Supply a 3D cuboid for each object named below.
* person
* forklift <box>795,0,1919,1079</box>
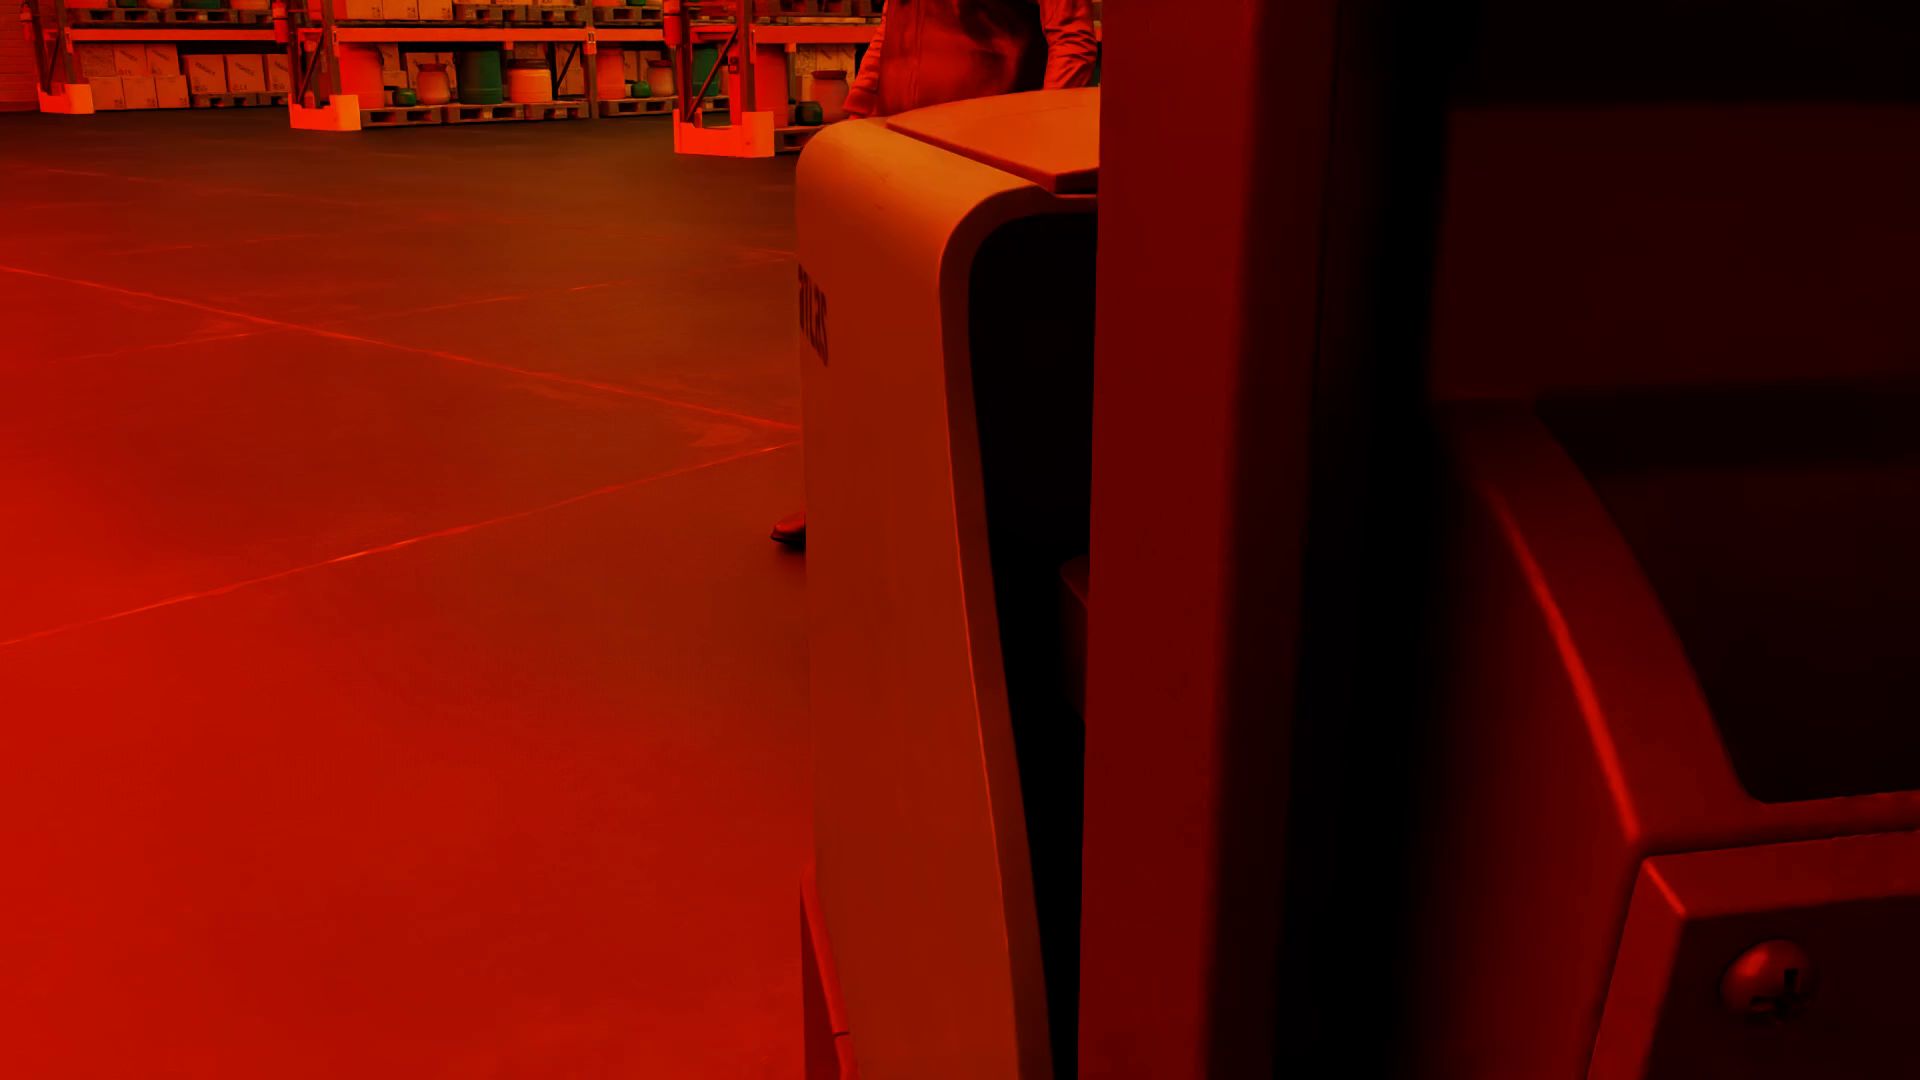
[{"bbox_3d":[-0.046,-0.818,3.649,0.632,1.720,0.568,13,21,37],"label":"person"},{"bbox_3d":[0.627,-0.379,0.147,1.130,2.935,3.031,-3,17,-11],"label":"forklift"}]
